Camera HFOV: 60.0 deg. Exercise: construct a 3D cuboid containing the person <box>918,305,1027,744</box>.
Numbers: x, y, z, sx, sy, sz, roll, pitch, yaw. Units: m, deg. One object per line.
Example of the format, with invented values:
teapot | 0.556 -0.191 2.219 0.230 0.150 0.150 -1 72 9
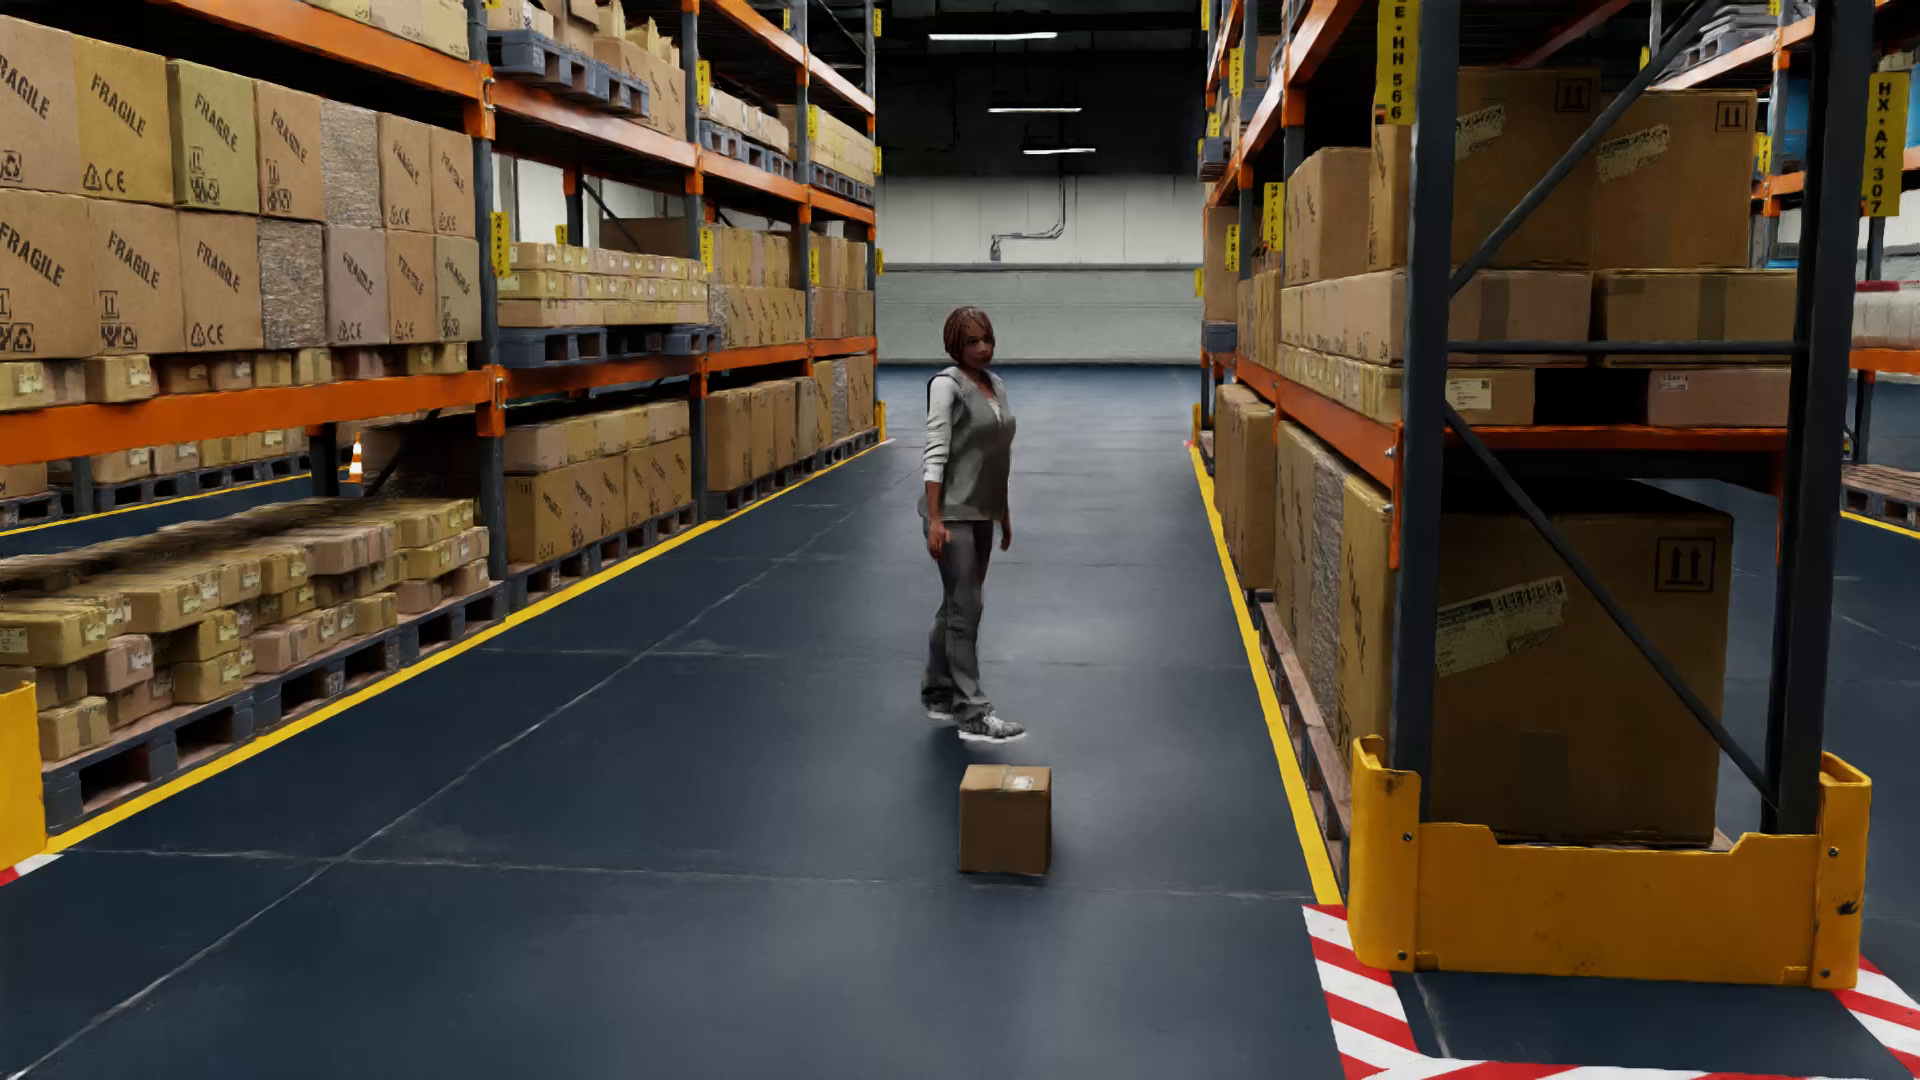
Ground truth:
person | 0.047 -0.062 6.129 0.529 1.593 0.524 4 9 29
